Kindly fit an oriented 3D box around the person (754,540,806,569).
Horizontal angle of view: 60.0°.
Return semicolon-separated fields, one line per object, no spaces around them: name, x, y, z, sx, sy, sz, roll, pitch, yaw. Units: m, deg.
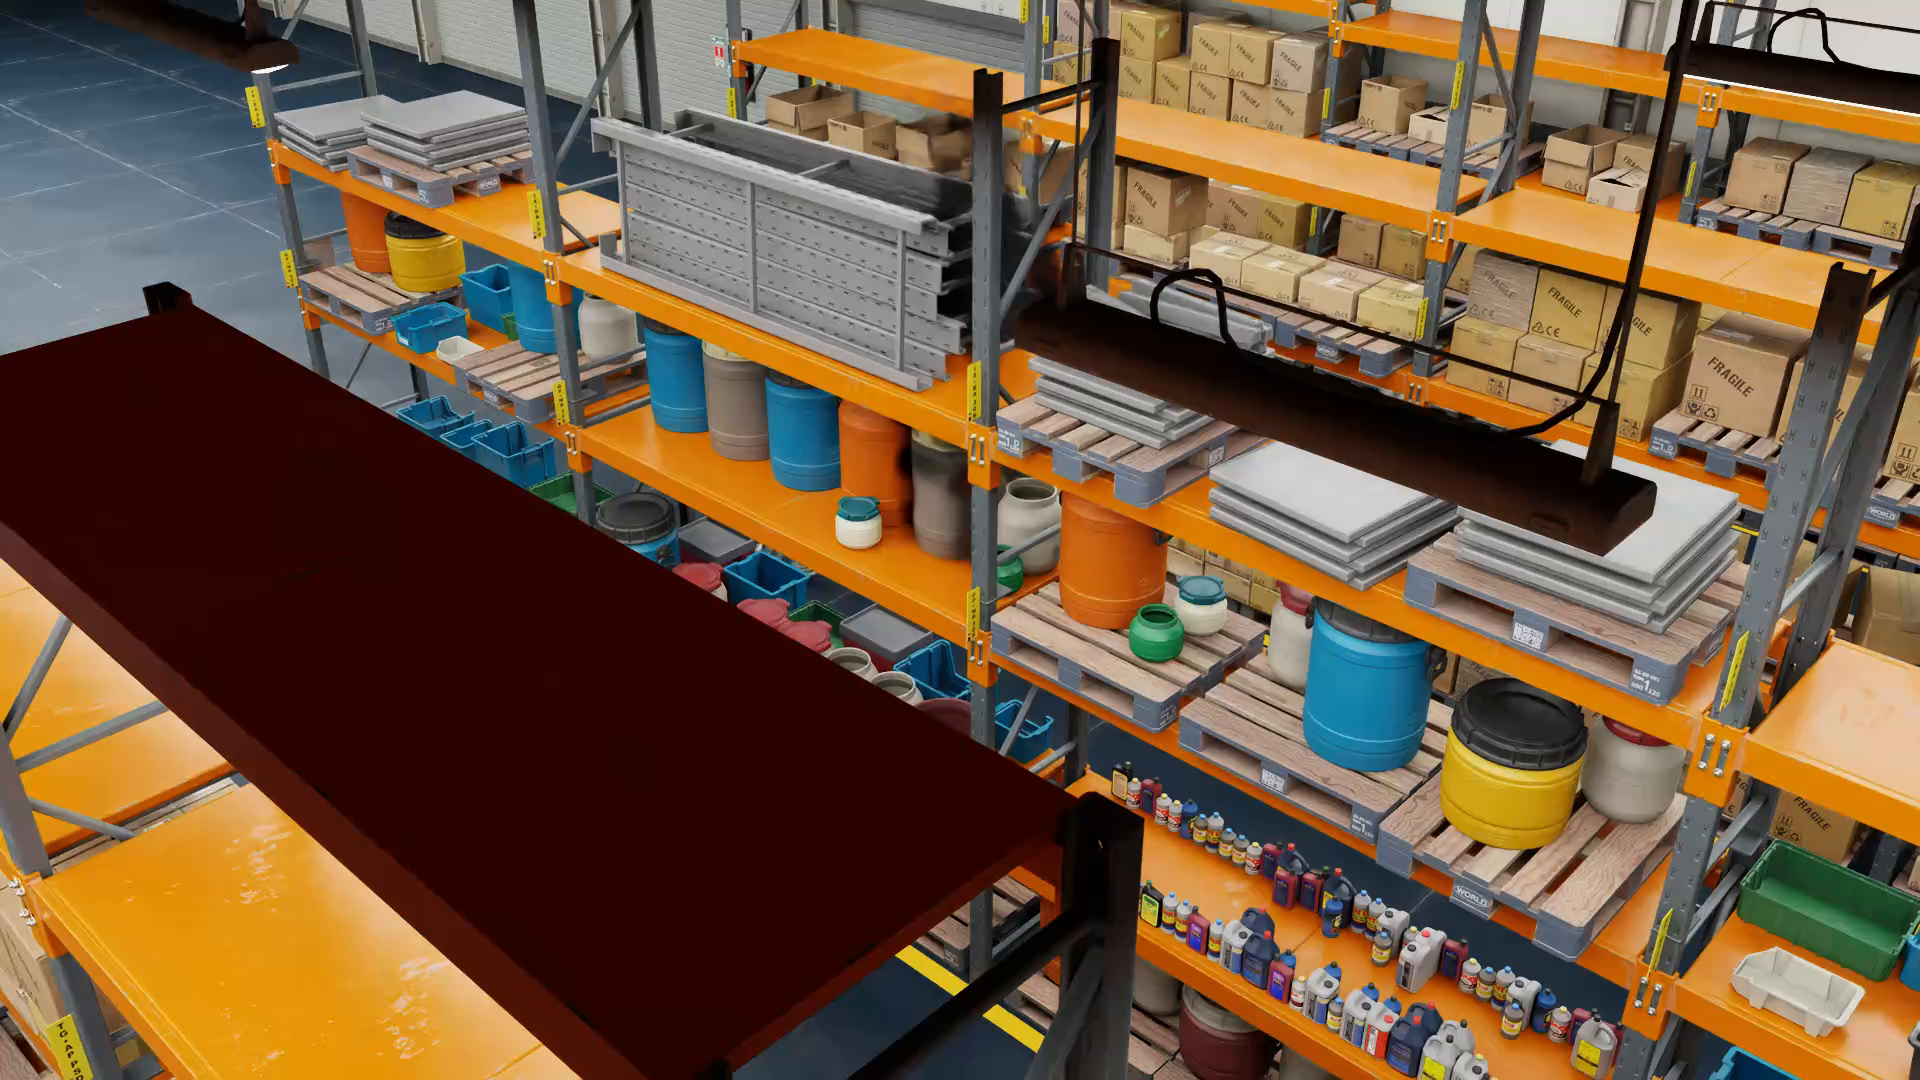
person;-1.751;-0.427;15.399;0.868;1.579;0.531;18;34;29

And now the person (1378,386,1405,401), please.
person;4.433;-1.048;16.433;1.053;1.731;0.706;18;34;29
